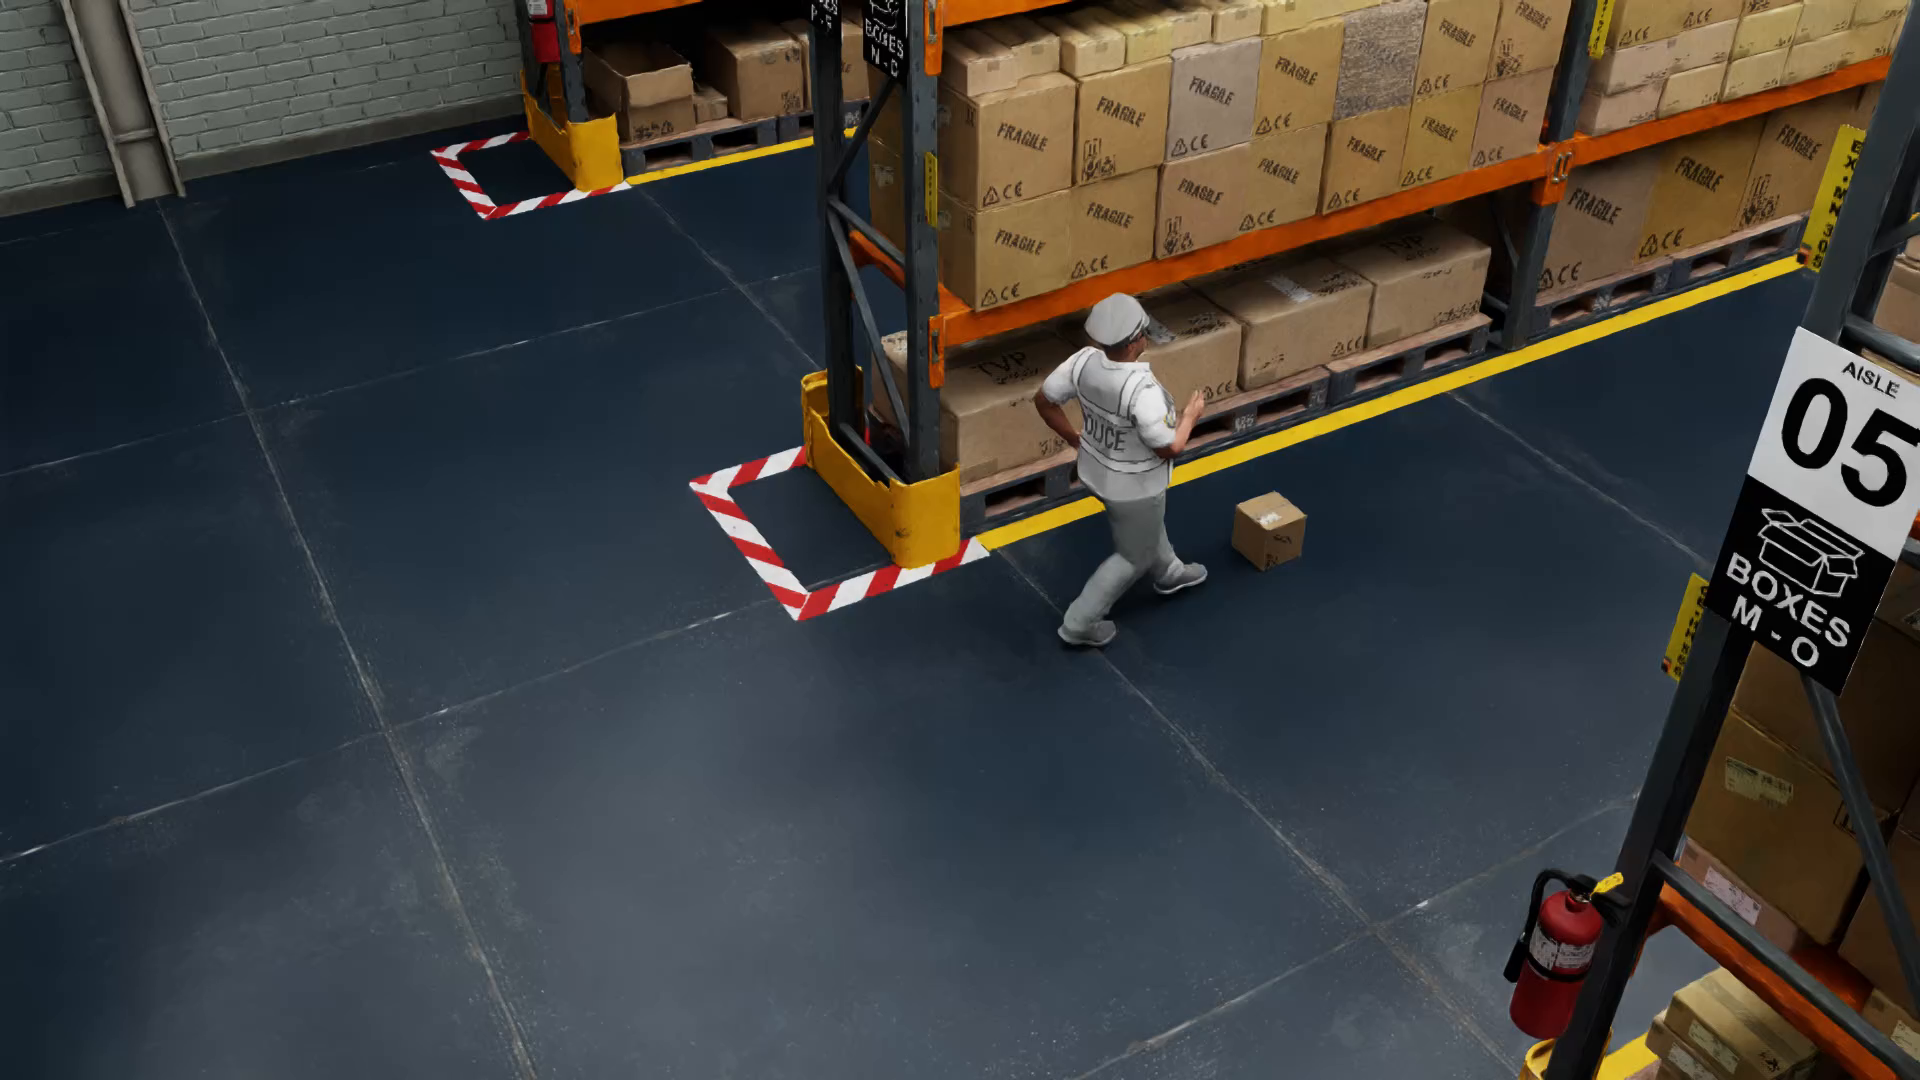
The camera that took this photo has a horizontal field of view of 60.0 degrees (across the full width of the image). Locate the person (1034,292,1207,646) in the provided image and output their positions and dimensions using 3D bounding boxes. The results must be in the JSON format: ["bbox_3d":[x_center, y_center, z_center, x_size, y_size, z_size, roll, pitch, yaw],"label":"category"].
[{"bbox_3d":[0.844,-0.333,7.352,0.922,1.753,0.611,-17,40,-21],"label":"person"}]
